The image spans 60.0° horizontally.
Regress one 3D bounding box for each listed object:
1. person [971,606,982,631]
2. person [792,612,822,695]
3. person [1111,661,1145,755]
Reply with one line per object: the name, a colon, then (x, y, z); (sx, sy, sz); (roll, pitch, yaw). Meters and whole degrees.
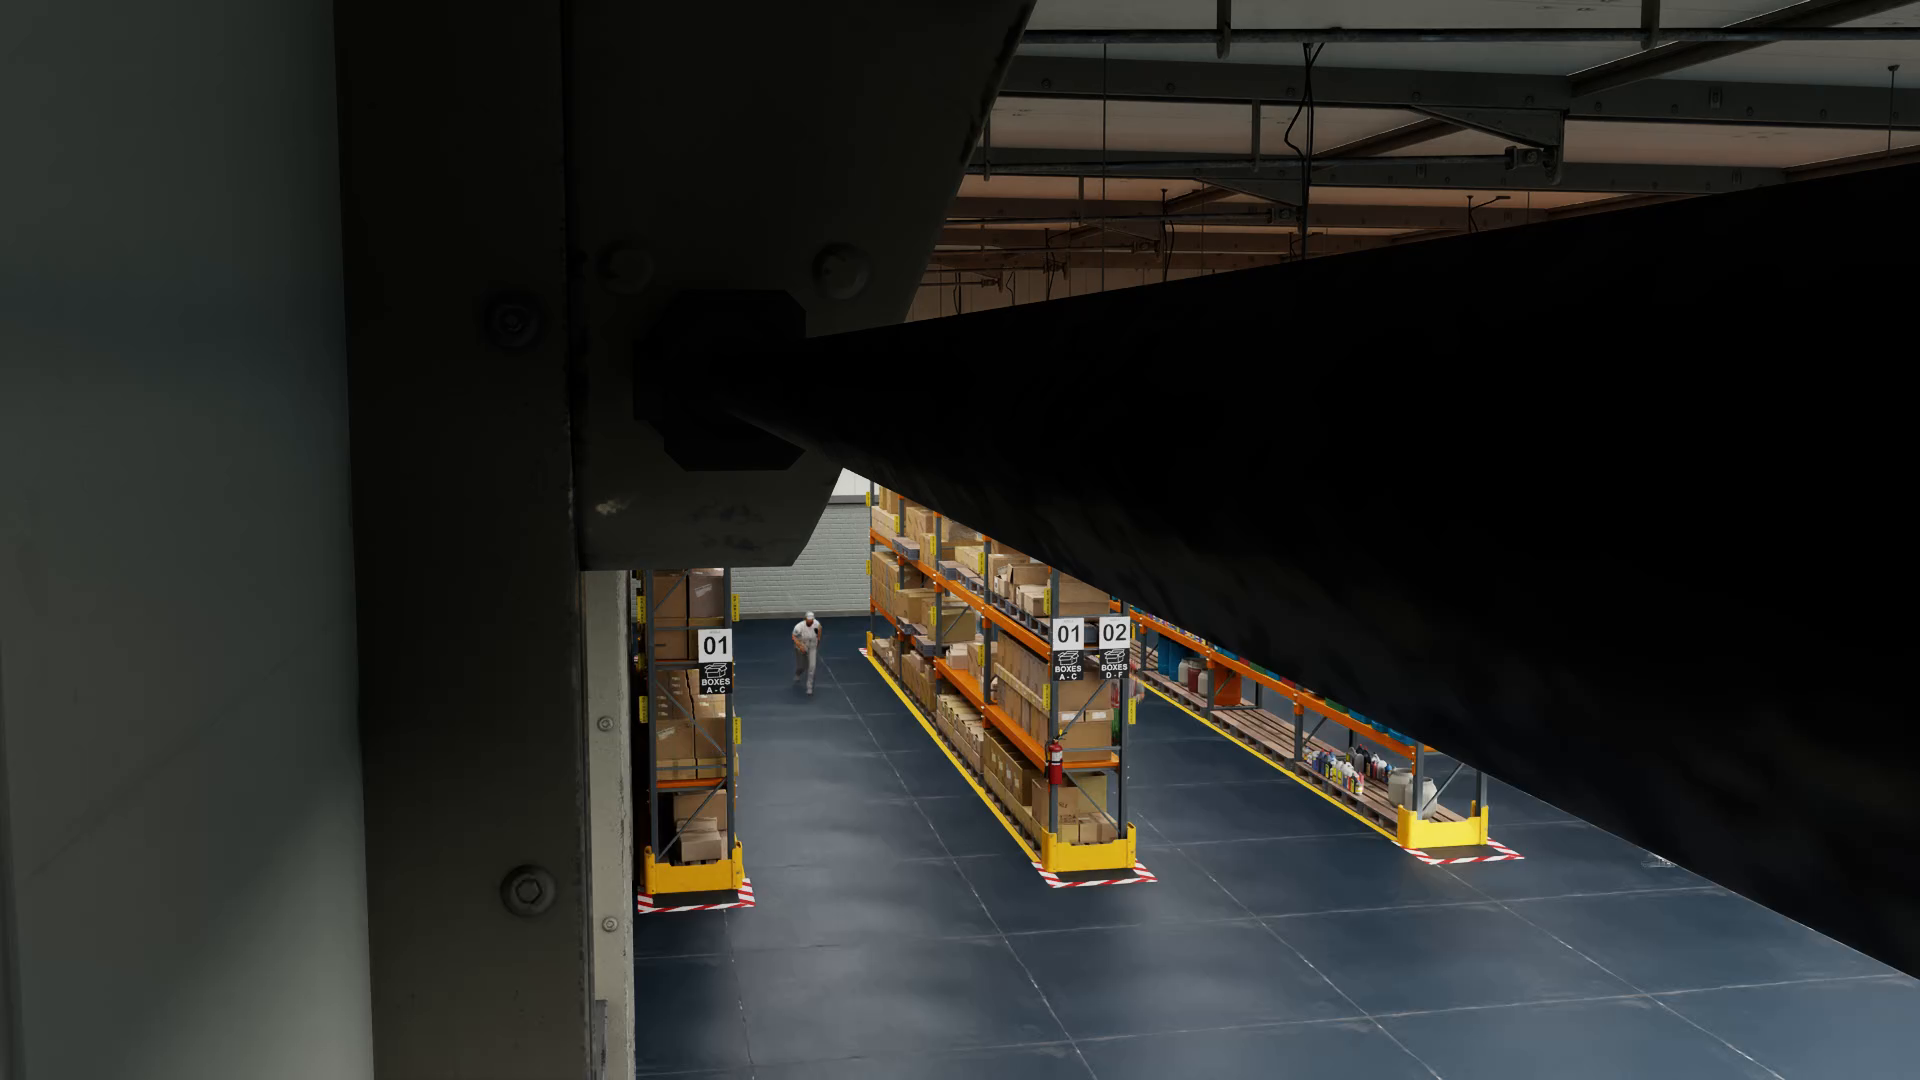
person: (0.223, 1.731, 36.495); (0.716, 1.599, 1.002); (-1, 6, -8)
person: (-3.024, 2.168, 32.545); (0.628, 1.631, 0.998); (-3, 7, -25)
person: (2.598, 2.722, 26.766); (0.697, 1.629, 0.890); (-2, 6, -20)
